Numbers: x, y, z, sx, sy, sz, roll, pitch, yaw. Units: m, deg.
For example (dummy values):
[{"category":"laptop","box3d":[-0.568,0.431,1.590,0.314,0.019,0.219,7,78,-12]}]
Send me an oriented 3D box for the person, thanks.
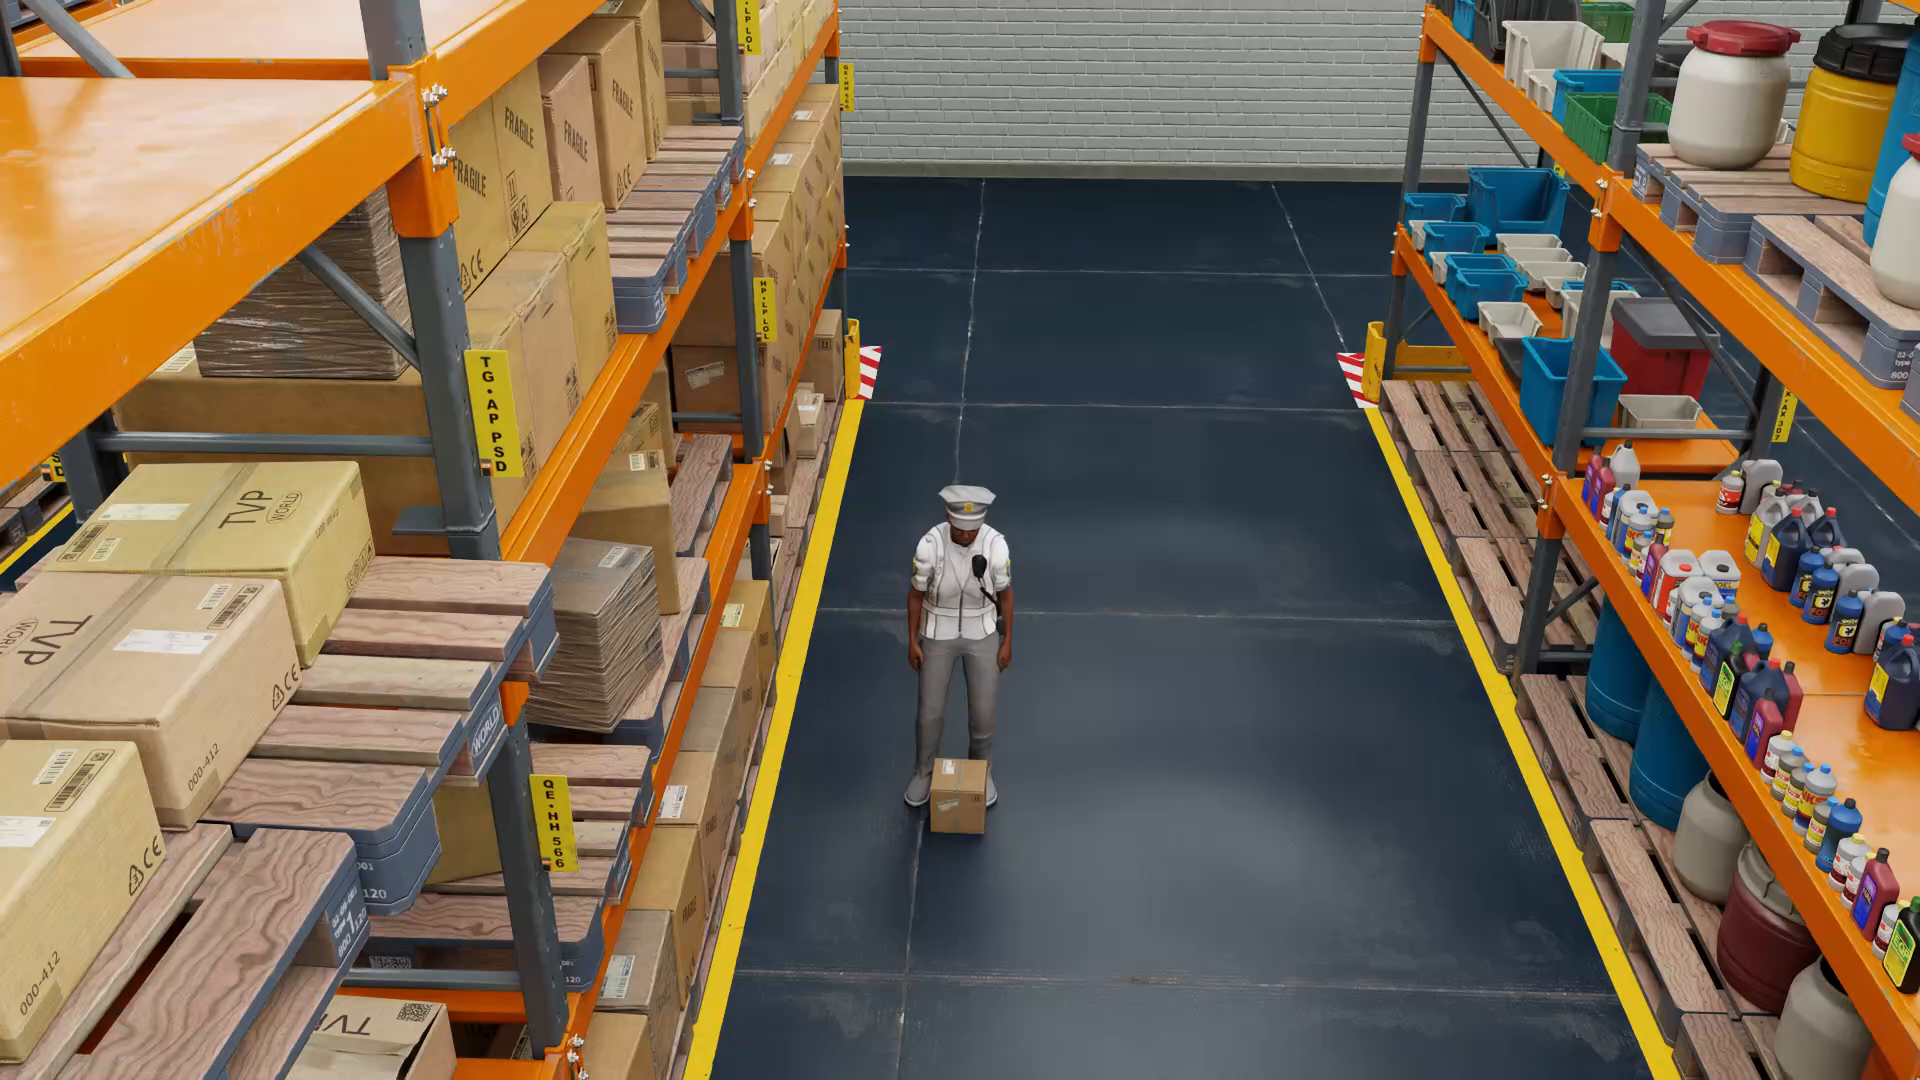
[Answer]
[{"category":"person","box3d":[-0.009,0.478,7.732,0.518,1.656,0.397,0,28,-1]}]
